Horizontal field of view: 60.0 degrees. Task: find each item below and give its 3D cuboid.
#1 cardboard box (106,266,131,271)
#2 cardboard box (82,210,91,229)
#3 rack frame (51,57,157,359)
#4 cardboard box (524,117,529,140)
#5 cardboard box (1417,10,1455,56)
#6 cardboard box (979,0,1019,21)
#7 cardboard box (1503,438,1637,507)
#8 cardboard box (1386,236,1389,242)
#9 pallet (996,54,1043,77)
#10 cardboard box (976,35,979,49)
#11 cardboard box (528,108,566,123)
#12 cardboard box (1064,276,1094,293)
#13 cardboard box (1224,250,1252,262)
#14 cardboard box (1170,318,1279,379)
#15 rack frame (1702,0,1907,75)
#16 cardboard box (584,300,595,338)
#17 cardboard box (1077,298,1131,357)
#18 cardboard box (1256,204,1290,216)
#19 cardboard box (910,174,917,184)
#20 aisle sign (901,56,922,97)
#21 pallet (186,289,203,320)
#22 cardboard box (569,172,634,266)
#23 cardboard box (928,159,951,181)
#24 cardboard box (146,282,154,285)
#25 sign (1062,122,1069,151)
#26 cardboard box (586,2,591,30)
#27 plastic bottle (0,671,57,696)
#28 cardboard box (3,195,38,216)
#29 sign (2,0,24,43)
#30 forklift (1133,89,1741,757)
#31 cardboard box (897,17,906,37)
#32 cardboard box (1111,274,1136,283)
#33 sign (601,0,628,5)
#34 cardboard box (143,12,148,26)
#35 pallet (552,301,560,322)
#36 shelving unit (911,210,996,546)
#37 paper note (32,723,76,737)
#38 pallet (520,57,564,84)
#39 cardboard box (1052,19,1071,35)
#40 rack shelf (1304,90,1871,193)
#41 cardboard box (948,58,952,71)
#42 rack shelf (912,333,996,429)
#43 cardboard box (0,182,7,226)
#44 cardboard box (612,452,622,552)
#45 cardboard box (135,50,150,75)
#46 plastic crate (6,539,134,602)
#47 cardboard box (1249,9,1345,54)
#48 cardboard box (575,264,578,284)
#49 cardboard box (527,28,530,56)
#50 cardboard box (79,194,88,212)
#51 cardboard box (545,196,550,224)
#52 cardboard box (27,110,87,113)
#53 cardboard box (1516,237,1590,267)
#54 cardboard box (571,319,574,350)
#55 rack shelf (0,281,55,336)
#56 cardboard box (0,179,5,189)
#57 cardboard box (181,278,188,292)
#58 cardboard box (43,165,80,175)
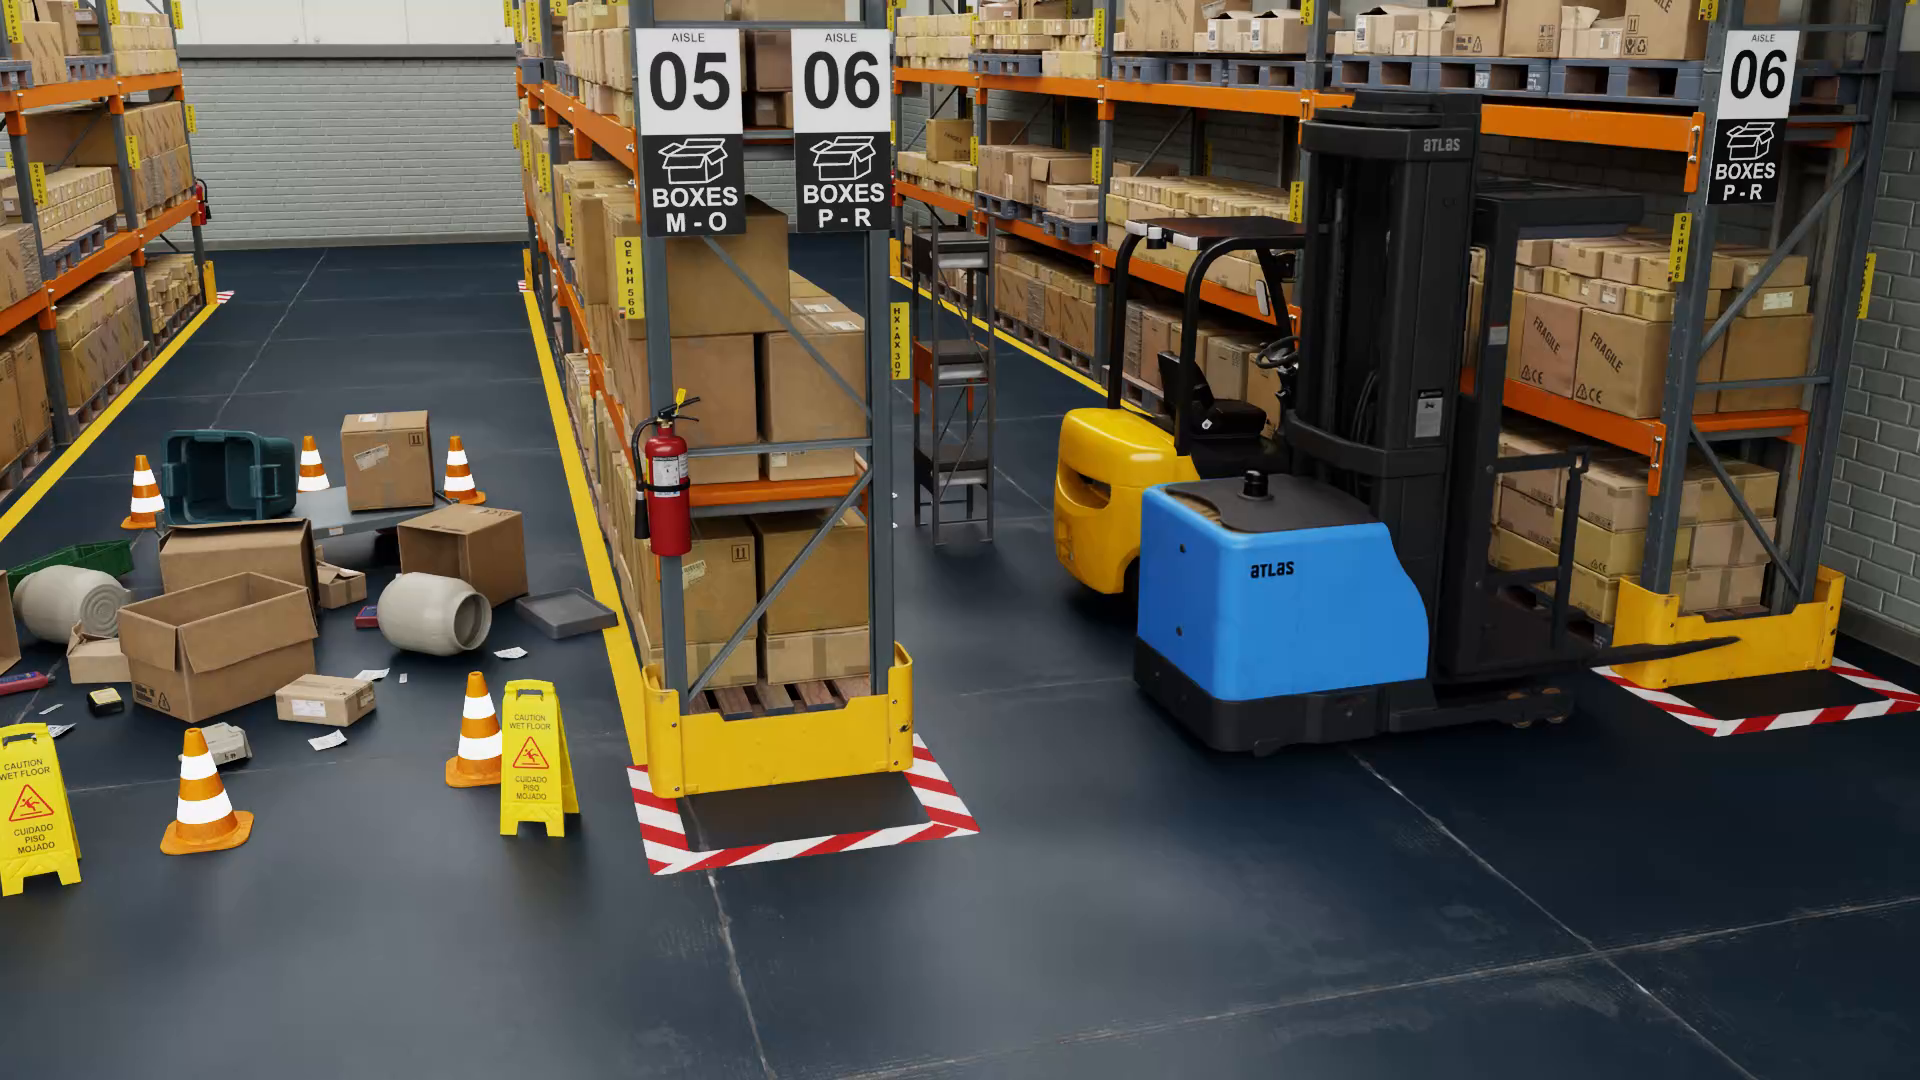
[{"bbox_3d":[-9.744,-3.052,19.090,0.380,0.149,0.250,-4,17,-13],"label":"cardboard box"},{"bbox_3d":[-8.154,-2.909,15.131,0.380,0.149,0.250,-4,17,-13],"label":"cardboard box"},{"bbox_3d":[-8.815,-3.283,16.667,1.000,3.000,0.127,-5,17,-15],"label":"rack frame"},{"bbox_3d":[-4.759,-4.619,19.202,0.500,0.500,0.500,-4,17,-15],"label":"cardboard box"},{"bbox_3d":[3.003,-3.070,10.073,0.396,0.266,0.258,-5,17,-17],"label":"cardboard box"},{"bbox_3d":[0.436,-5.891,18.431,0.396,0.266,0.258,-5,17,-16],"label":"cardboard box"},{"bbox_3d":[3.414,-0.383,9.325,0.500,0.250,0.500,-4,17,-14],"label":"cardboard box"},{"bbox_3d":[2.889,-1.917,10.818,0.380,0.149,0.250,-4,17,-14],"label":"cardboard box"},{"bbox_3d":[1.088,-4.970,17.395,1.213,0.211,1.003,-5,17,-15],"label":"pallet"},{"bbox_3d":[0.388,-5.547,18.523,0.380,0.149,0.250,-4,17,-14],"label":"cardboard box"},{"bbox_3d":[-4.474,-4.600,18.011,0.380,0.149,0.250,-5,17,-16],"label":"cardboard box"},{"bbox_3d":[1.274,-2.570,16.781,0.380,0.149,0.250,-5,18,-17],"label":"cardboard box"},{"bbox_3d":[2.358,-2.308,12.813,0.500,0.250,0.500,-5,17,-17],"label":"cardboard box"},{"bbox_3d":[2.318,-1.513,14.173,0.875,0.625,0.625,-5,18,-18],"label":"cardboard box"},{"bbox_3d":[3.986,-3.650,7.460,1.000,3.000,0.127,-5,17,-15],"label":"rack frame"},{"bbox_3d":[-2.032,-1.536,10.161,0.500,0.500,0.500,-5,17,-15],"label":"cardboard box"},{"bbox_3d":[1.465,-2.093,16.322,0.500,0.500,0.500,-4,17,-14],"label":"cardboard box"},{"bbox_3d":[2.475,-2.460,12.627,0.380,0.149,0.250,-5,17,-15],"label":"cardboard box"},{"bbox_3d":[-0.470,-4.903,22.496,0.380,0.149,0.250,-4,17,-14],"label":"cardboard box"},{"bbox_3d":[-0.712,-6.443,22.668,0.394,0.787,0.004,-5,17,-15],"label":"aisle sign"},{"bbox_3d":[-9.704,-2.805,19.924,1.003,0.211,1.213,-5,17,-15],"label":"pallet"},{"bbox_3d":[-1.741,-1.736,9.087,0.700,0.500,0.500,-5,17,-16],"label":"cardboard box"},{"bbox_3d":[-0.103,-4.707,21.151,0.500,0.250,0.500,-5,17,-17],"label":"cardboard box"},{"bbox_3d":[-8.846,-2.662,17.792,0.380,0.149,0.250,-5,17,-16],"label":"cardboard box"},{"bbox_3d":[1.221,-4.695,19.356,0.100,0.325,0.005,-5,17,-15],"label":"sign"},{"bbox_3d":[-1.785,-2.792,8.869,0.380,0.149,0.250,-5,18,-17],"label":"cardboard box"},{"bbox_3d":[-4.753,0.723,8.440,0.283,0.061,0.133,-12,20,-34],"label":"plastic bottle"},{"bbox_3d":[-7.657,-2.687,13.355,0.380,0.149,0.250,-5,17,-15],"label":"cardboard box"},{"bbox_3d":[-7.180,-3.940,12.605,0.100,0.325,0.005,-5,17,-15],"label":"sign"},{"bbox_3d":[2.446,-0.644,8.002,3.031,2.935,1.130,-5,17,-17],"label":"forklift"},{"bbox_3d":[-0.530,-6.806,22.057,0.500,0.250,0.500,-5,17,-16],"label":"cardboard box"},{"bbox_3d":[1.752,-2.611,16.917,0.380,0.149,0.250,-4,17,-15],"label":"cardboard box"},{"bbox_3d":[-1.324,-2.205,6.326,0.100,0.325,0.005,-5,17,-15],"label":"sign"},{"bbox_3d":[-9.219,-5.759,18.395,0.380,0.149,0.250,-4,17,-14],"label":"cardboard box"},{"bbox_3d":[-4.217,-2.583,19.185,1.003,0.211,1.213,-5,17,-15],"label":"pallet"},{"bbox_3d":[-0.045,-1.051,10.802,0.431,2.100,0.503,-5,17,-15],"label":"shelving unit"},{"bbox_3d":[-4.304,0.903,7.897,0.144,0.017,0.142,1,17,4],"label":"paper note"},{"bbox_3d":[-3.212,-4.116,14.554,1.213,0.211,1.003,-4,17,-13],"label":"pallet"},{"bbox_3d":[1.124,-5.048,16.381,0.380,0.149,0.250,-5,17,-16],"label":"cardboard box"},{"bbox_3d":[3.437,-2.422,9.836,1.077,0.370,4.000,-5,17,-15],"label":"rack shelf"},{"bbox_3d":[0.068,-5.776,20.188,0.380,0.149,0.250,-4,17,-13],"label":"cardboard box"},{"bbox_3d":[-0.045,-1.038,10.806,0.431,0.518,0.480,-5,17,-15],"label":"rack shelf"},{"bbox_3d":[-7.602,-2.578,12.410,0.700,0.500,0.500,-5,17,-16],"label":"cardboard box"},{"bbox_3d":[-1.683,-0.258,9.341,0.500,0.500,0.500,-4,17,-12],"label":"cardboard box"},{"bbox_3d":[-8.959,-5.080,17.697,0.500,0.250,0.500,-4,17,-13],"label":"cardboard box"},{"bbox_3d":[-5.309,0.194,9.881,0.450,0.188,0.662,-6,15,16],"label":"plastic crate"},{"bbox_3d":[2.454,-3.707,12.115,0.500,0.311,0.500,-5,18,-17],"label":"cardboard box"},{"bbox_3d":[-2.526,-1.904,11.782,0.380,0.149,0.250,-5,17,-15],"label":"cardboard box"},{"bbox_3d":[-3.918,-4.743,15.816,0.396,0.266,0.258,-3,17,-11],"label":"cardboard box"},{"bbox_3d":[-8.150,-3.047,15.073,0.380,0.149,0.250,-5,17,-15],"label":"cardboard box"},{"bbox_3d":[-3.506,-3.019,15.180,0.500,0.250,0.500,-5,17,-17],"label":"cardboard box"},{"bbox_3d":[-9.351,-4.203,17.302,0.500,0.500,0.500,-5,18,-17],"label":"cardboard box"},{"bbox_3d":[3.314,-1.634,9.359,0.380,0.149,0.250,-4,17,-14],"label":"cardboard box"},{"bbox_3d":[-3.335,-2.224,16.105,0.875,0.875,0.875,-4,17,-15],"label":"cardboard box"},{"bbox_3d":[-7.166,-1.279,11.246,1.077,0.370,4.000,-5,17,-15],"label":"rack shelf"},{"bbox_3d":[-8.792,-3.146,14.883,0.380,0.149,0.250,-4,17,-13],"label":"cardboard box"},{"bbox_3d":[-9.195,-2.958,19.295,0.380,0.149,0.250,-4,17,-14],"label":"cardboard box"},{"bbox_3d":[-9.219,-3.585,16.981,0.500,0.500,0.500,-5,17,-15],"label":"cardboard box"}]
